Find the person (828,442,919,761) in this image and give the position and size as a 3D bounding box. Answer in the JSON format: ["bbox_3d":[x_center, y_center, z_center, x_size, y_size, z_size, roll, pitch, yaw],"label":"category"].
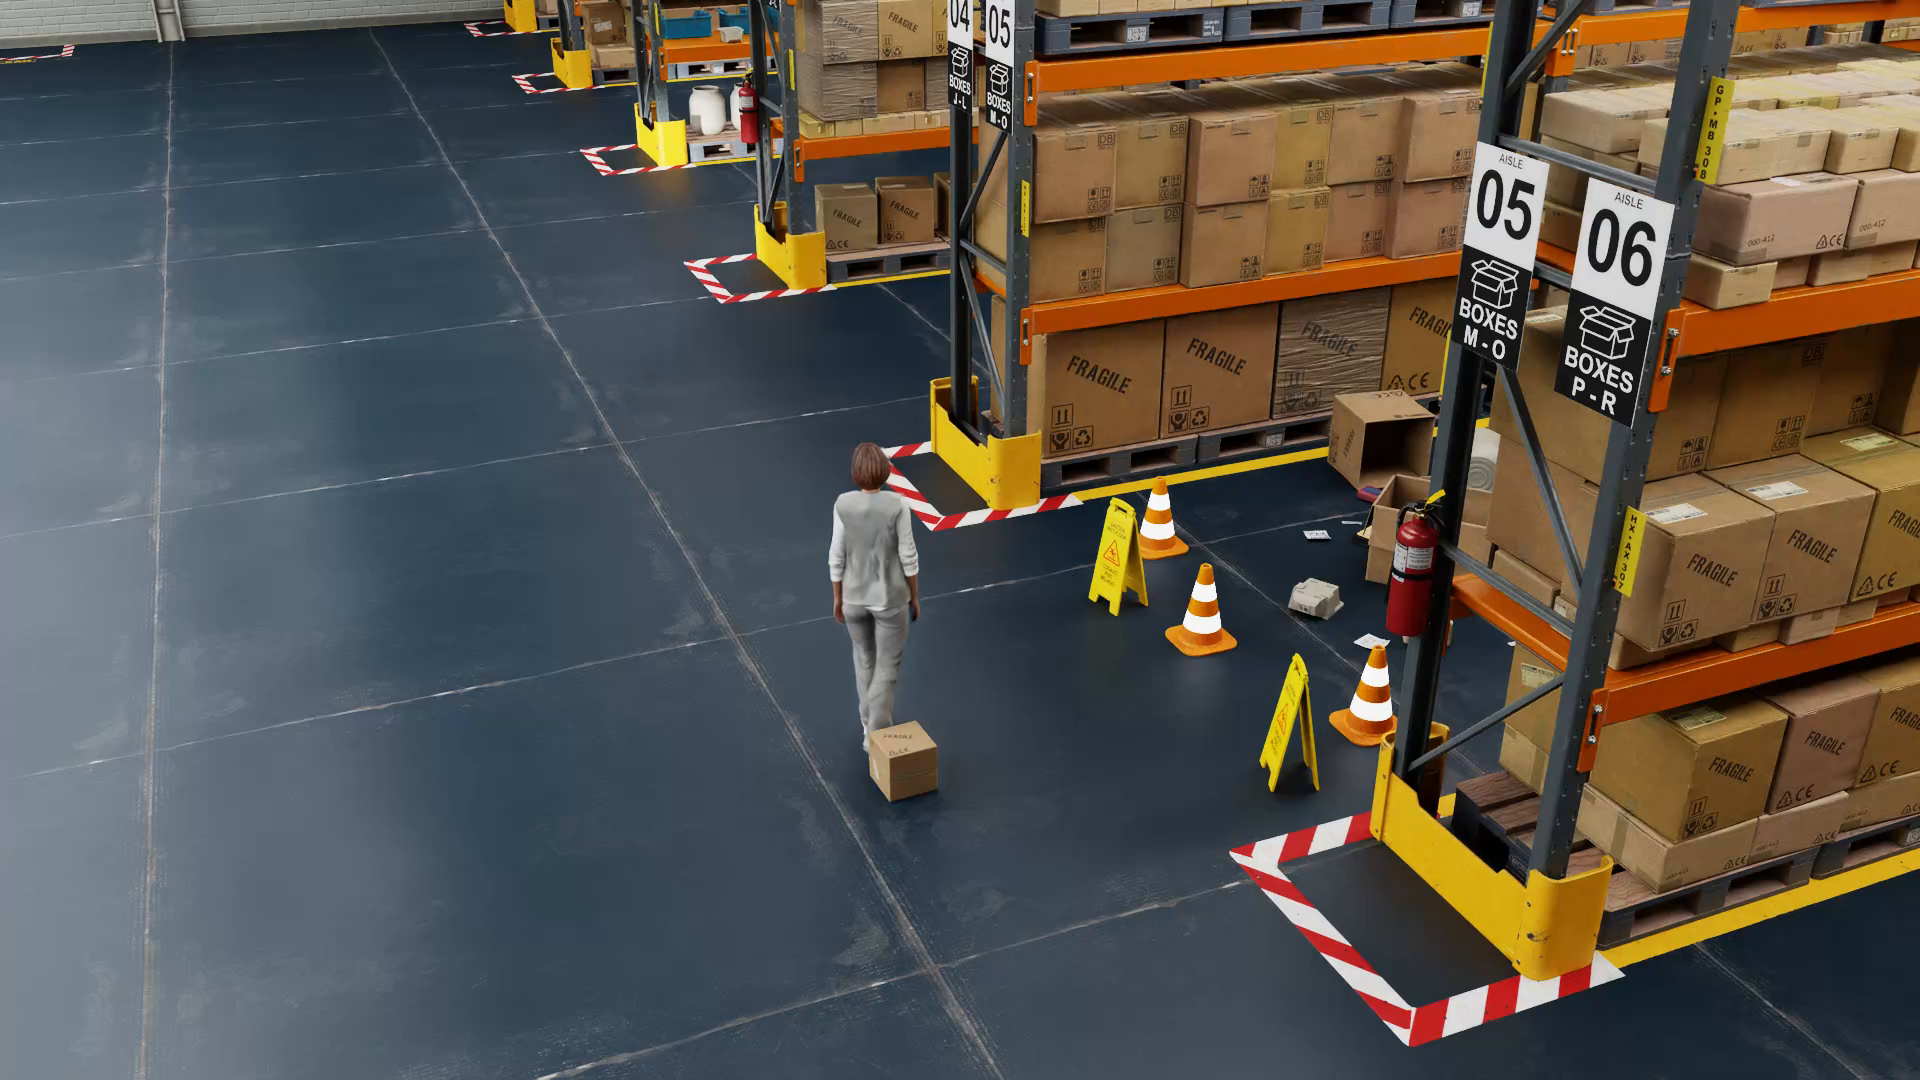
[{"bbox_3d":[-0.411,0.305,8.012,0.452,1.590,0.513,6,27,12],"label":"person"}]
